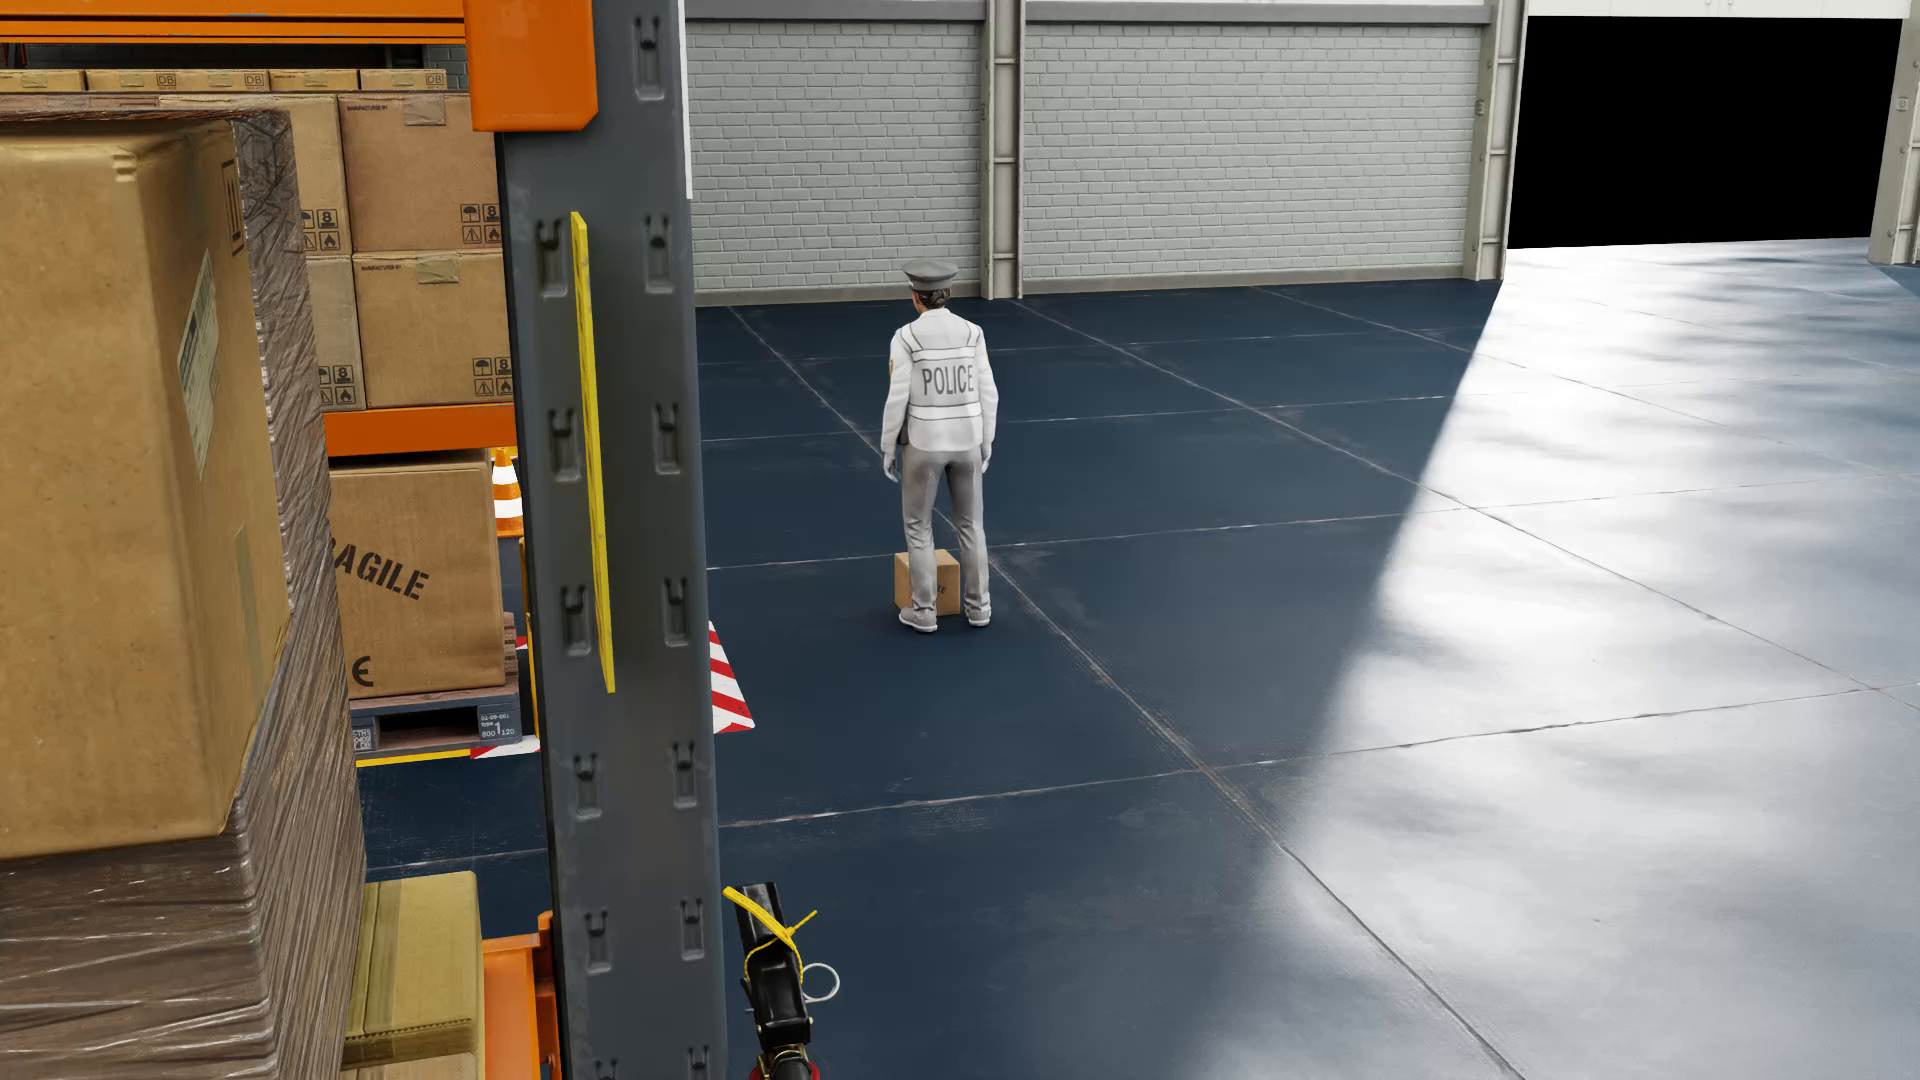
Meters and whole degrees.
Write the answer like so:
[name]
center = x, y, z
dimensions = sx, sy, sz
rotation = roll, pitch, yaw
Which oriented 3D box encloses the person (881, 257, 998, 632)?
[person]
center = -0.091, -0.409, 7.438
dimensions = 0.547, 1.665, 0.373
rotation = -6, 17, -18
